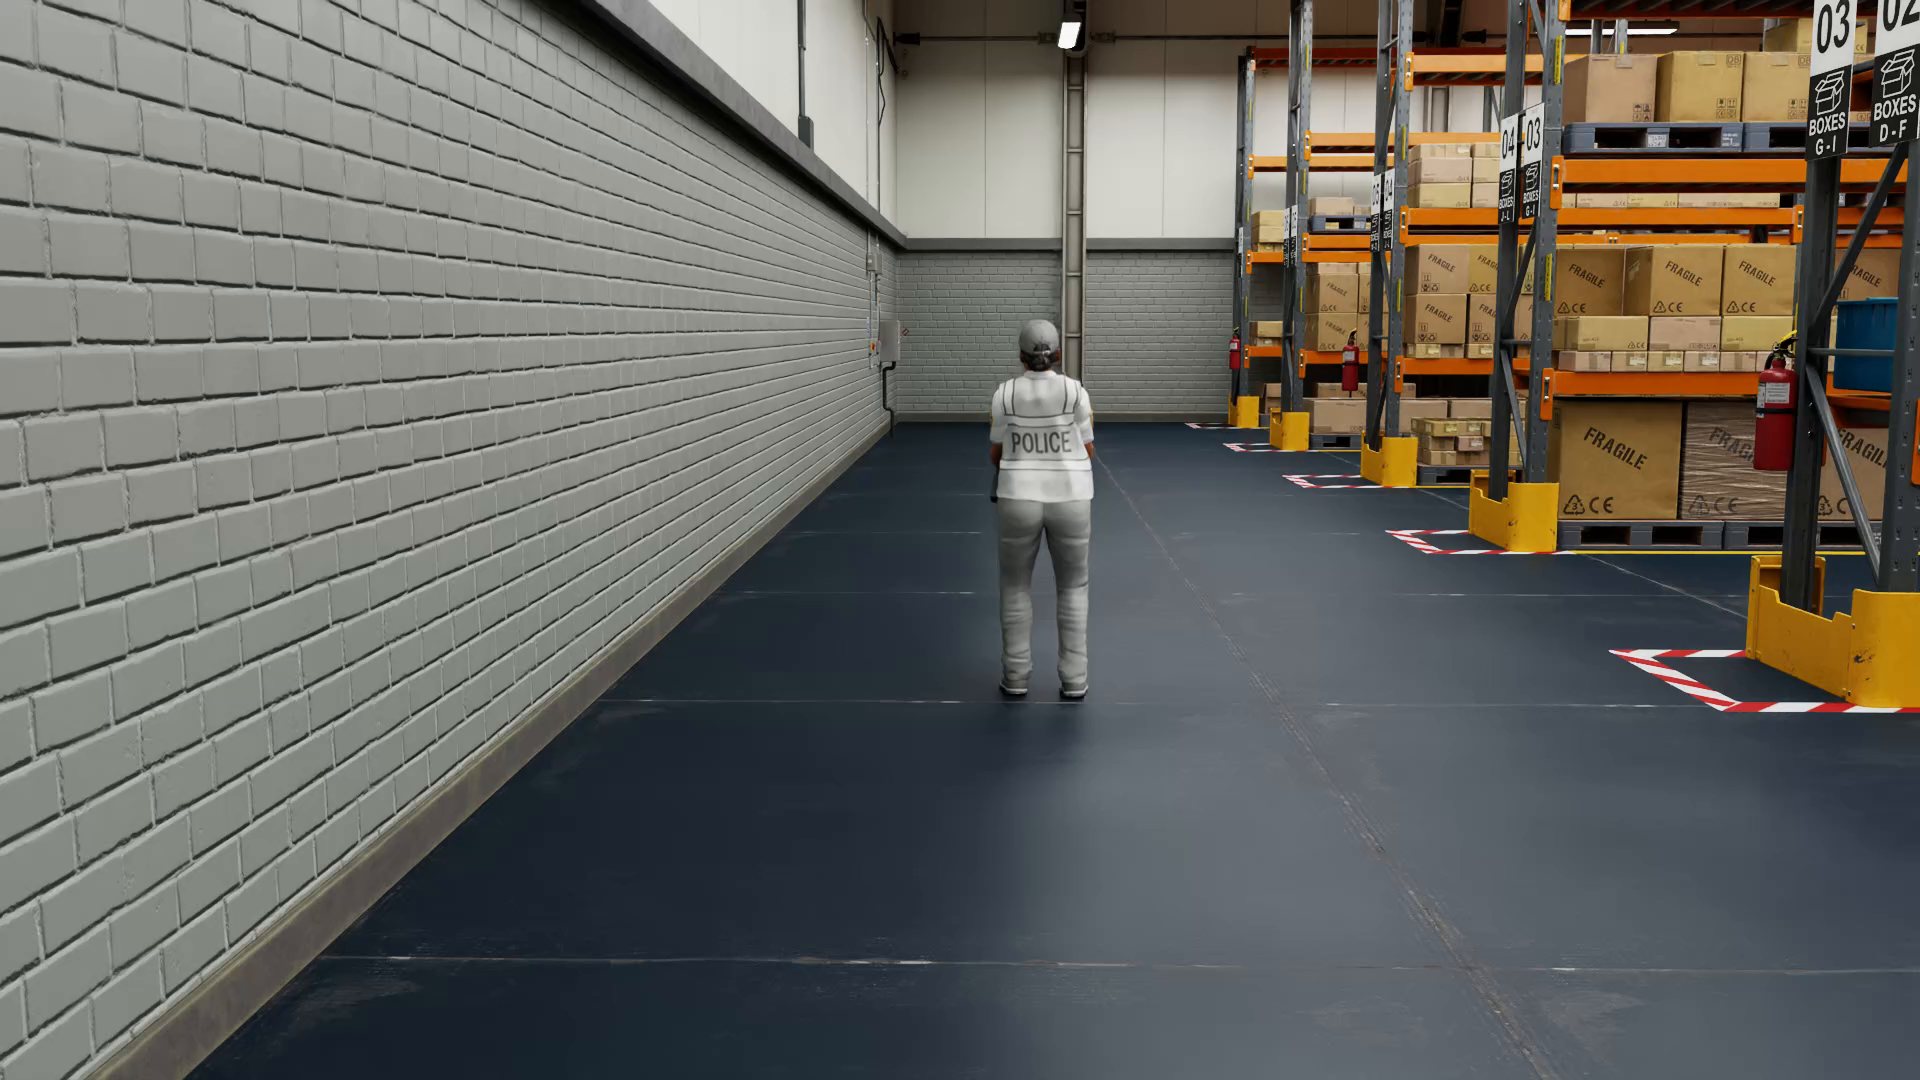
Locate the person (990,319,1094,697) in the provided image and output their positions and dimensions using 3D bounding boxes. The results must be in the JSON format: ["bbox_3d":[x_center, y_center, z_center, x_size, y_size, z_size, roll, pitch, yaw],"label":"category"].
[{"bbox_3d":[0.362,-0.144,7.392,0.456,1.660,0.535,0,7,3],"label":"person"}]
